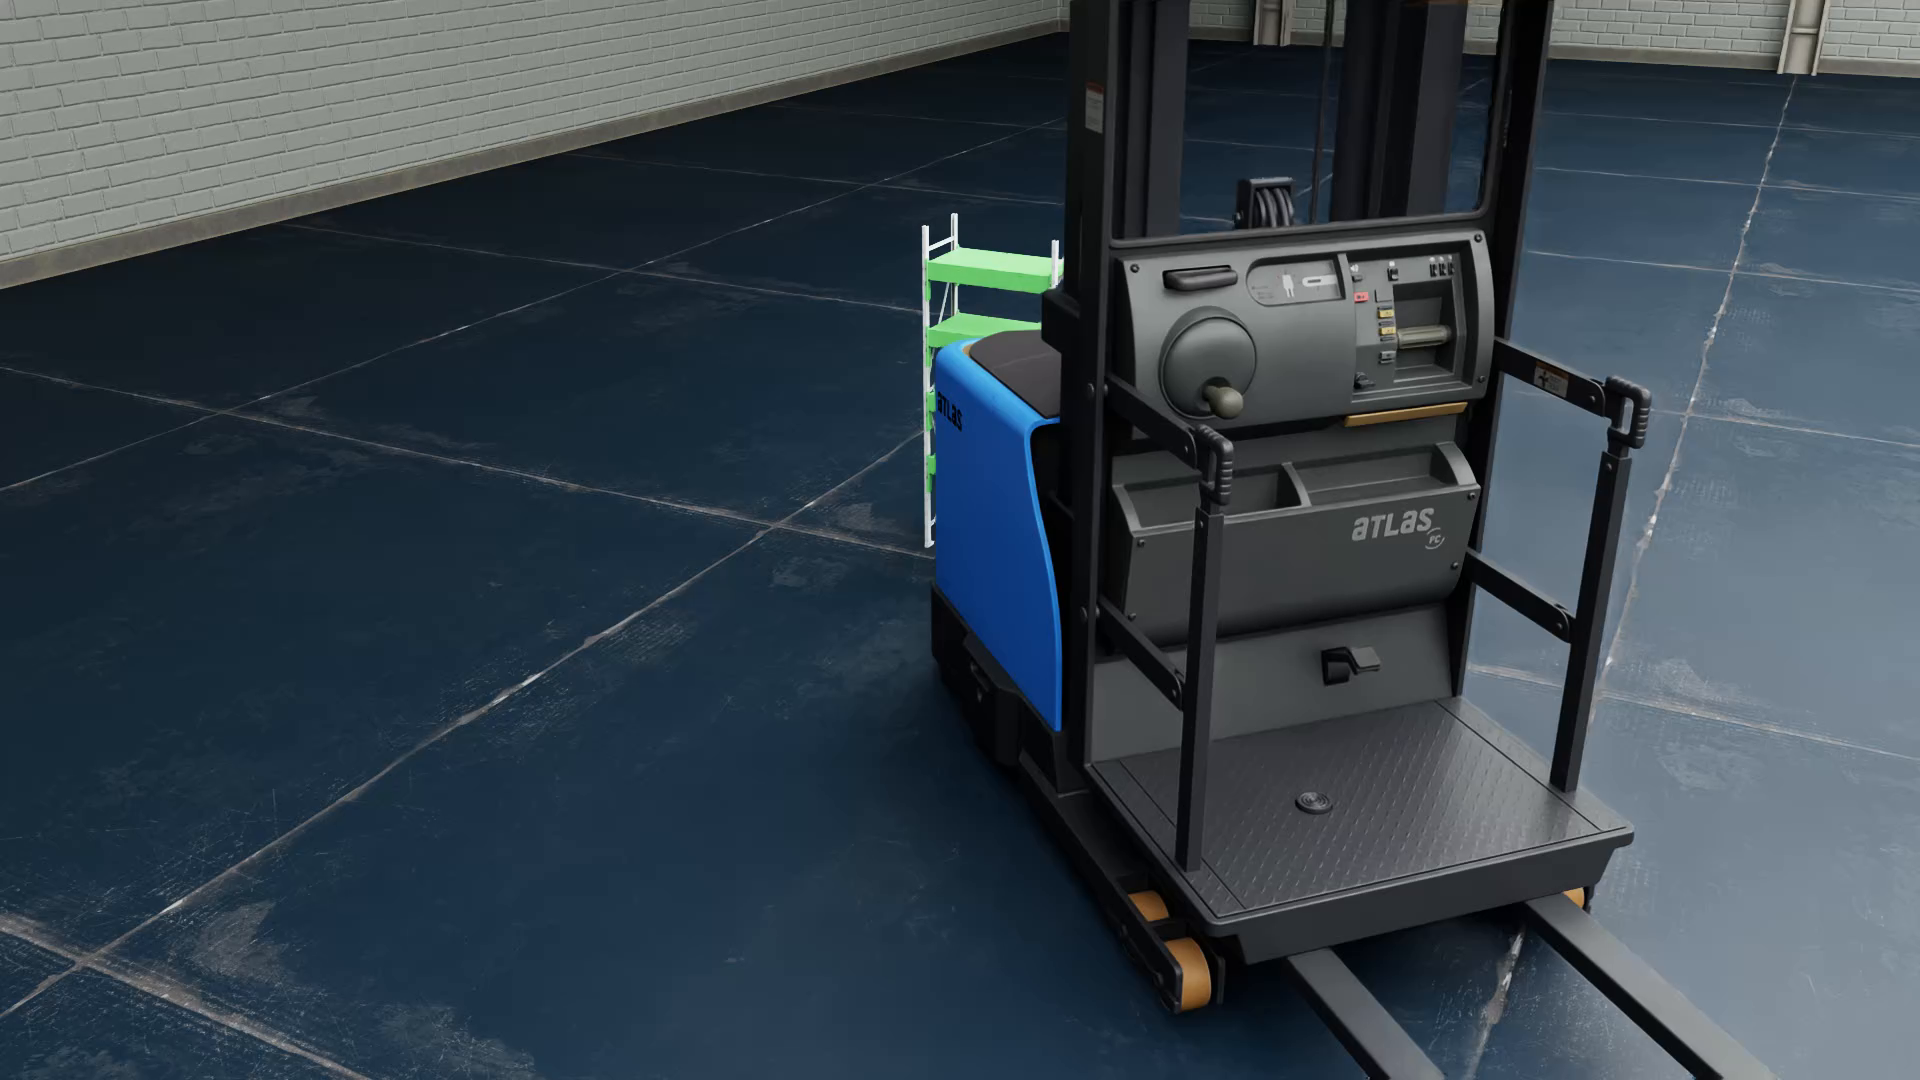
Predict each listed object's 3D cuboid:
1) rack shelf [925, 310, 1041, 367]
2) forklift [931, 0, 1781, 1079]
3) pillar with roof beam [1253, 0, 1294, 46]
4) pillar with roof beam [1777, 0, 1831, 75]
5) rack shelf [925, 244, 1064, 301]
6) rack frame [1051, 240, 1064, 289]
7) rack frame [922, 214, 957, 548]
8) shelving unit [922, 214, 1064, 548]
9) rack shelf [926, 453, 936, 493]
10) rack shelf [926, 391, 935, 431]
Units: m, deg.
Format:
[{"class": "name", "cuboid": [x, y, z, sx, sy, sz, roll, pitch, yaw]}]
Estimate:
[{"class": "rack shelf", "cuboid": [0.148, -0.685, 5.878, 0.480, 0.148, 0.258, 11, 25, 25]}, {"class": "forklift", "cuboid": [0.877, -0.465, 3.598, 1.130, 2.935, 3.031, -8, 24, -18]}, {"class": "pillar with roof beam", "cuboid": [1.976, -8.874, 15.617, 0.400, 9.000, 9.100, 11, 25, 25]}, {"class": "pillar with roof beam", "cuboid": [7.330, -7.814, 13.126, 0.400, 9.000, 9.100, 11, 25, 25]}, {"class": "rack shelf", "cuboid": [0.148, -0.906, 5.784, 0.480, 0.148, 0.258, 11, 25, 25]}, {"class": "rack frame", "cuboid": [0.365, -0.480, 5.845, 0.015, 1.200, 0.240, 11, 25, 25]}, {"class": "rack frame", "cuboid": [-0.070, -0.566, 6.048, 0.015, 1.200, 0.240, 11, 25, 25]}, {"class": "shelving unit", "cuboid": [0.148, -0.523, 5.946, 0.503, 1.200, 0.258, 11, 25, 25]}, {"class": "rack shelf", "cuboid": [0.148, -0.243, 6.065, 0.480, 0.148, 0.258, 11, 25, 25]}, {"class": "rack shelf", "cuboid": [0.148, -0.464, 5.971, 0.480, 0.148, 0.258, 11, 25, 25]}]
